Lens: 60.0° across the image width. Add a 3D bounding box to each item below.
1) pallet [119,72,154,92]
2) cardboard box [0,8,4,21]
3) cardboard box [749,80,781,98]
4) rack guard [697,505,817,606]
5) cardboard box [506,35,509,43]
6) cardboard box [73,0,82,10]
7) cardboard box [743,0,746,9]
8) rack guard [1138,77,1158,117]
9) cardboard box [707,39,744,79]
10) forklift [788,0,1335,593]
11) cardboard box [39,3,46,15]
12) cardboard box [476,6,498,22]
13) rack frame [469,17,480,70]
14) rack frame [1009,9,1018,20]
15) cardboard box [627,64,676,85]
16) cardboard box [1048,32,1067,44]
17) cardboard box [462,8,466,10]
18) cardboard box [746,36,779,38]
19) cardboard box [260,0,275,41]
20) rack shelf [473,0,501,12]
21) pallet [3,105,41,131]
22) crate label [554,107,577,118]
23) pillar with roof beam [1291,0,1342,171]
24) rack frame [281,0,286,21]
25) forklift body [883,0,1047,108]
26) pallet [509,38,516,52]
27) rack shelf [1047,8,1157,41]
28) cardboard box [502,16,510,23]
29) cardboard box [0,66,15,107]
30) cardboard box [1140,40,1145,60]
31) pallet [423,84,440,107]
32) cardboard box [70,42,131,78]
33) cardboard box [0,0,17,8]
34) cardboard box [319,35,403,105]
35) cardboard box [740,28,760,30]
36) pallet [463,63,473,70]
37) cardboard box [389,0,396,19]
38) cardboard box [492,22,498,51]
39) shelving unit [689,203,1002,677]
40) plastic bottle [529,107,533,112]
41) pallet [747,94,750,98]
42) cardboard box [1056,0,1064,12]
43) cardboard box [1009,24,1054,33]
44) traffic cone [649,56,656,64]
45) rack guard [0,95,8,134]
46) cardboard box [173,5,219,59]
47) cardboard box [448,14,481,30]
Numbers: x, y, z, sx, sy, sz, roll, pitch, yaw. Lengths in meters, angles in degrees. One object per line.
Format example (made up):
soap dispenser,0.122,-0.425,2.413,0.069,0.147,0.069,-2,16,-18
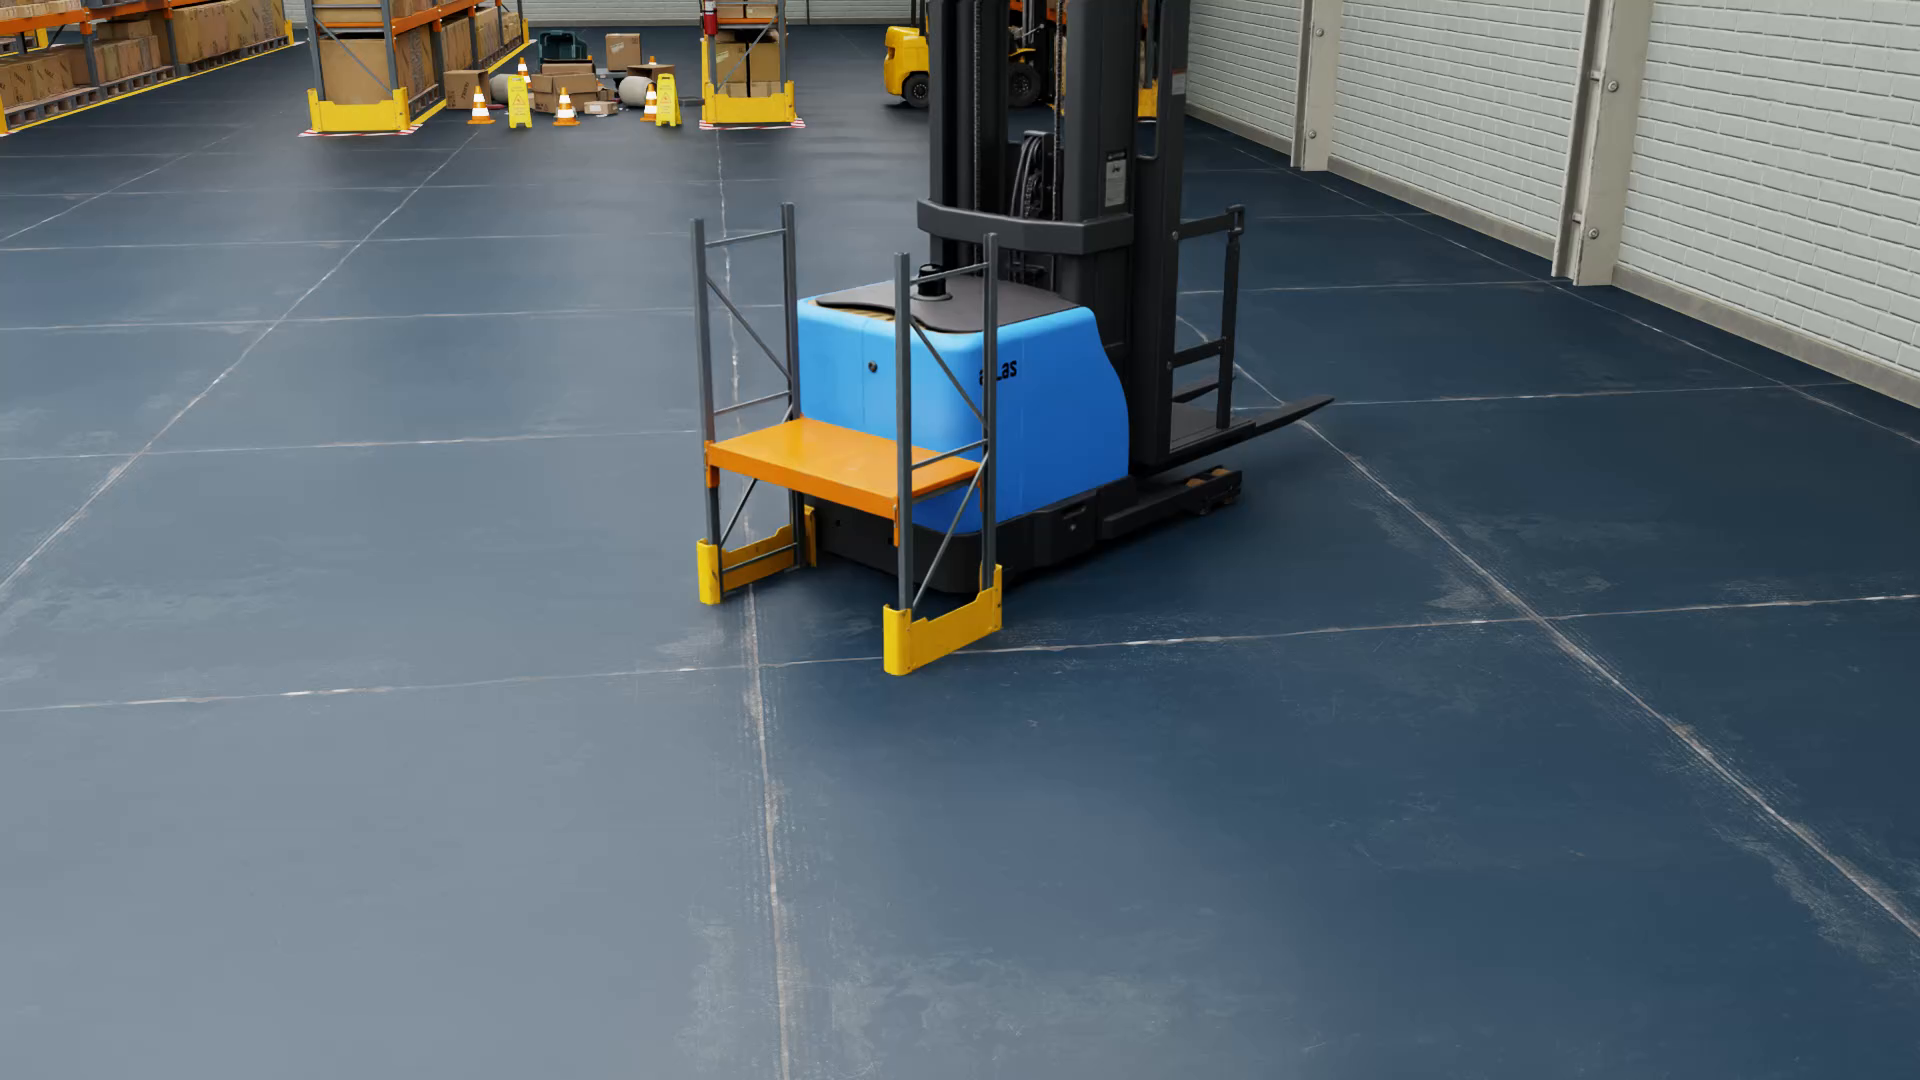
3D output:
pallet,-13.458,-7.237,26.290,1.003,0.211,1.213,-3,21,-8
cardboard box,-12.489,-6.719,21.277,0.380,0.149,0.250,-3,21,-8
cardboard box,-2.625,-6.167,22.770,0.500,0.250,0.500,-3,21,-8
rack guard,-0.812,0.057,6.706,0.087,0.250,0.587,17,26,38
cardboard box,-9.169,-9.931,32.992,0.380,0.149,0.250,-2,21,-6
cardboard box,-12.843,-7.673,23.832,0.380,0.149,0.250,-3,21,-8
cardboard box,-2.985,-7.869,24.357,0.380,0.149,0.250,-3,21,-9
rack guard,2.133,-6.037,22.666,1.175,0.500,0.348,-3,21,-8
cardboard box,-3.234,-6.670,23.045,0.500,0.500,0.500,-2,21,-6
forklift,0.651,-1.594,7.294,1.130,2.935,3.031,18,27,40
cardboard box,-12.712,-7.238,22.666,0.380,0.149,0.250,-3,21,-8
cardboard box,-9.038,-9.967,31.516,0.500,0.250,0.500,-3,21,-9
rack frame,-8.819,-9.450,28.231,1.000,3.000,0.127,-3,21,-8
rack frame,0.976,-9.987,29.667,1.000,3.000,0.127,-3,21,-8
cardboard box,-4.551,-6.741,24.545,0.500,0.500,0.500,12,24,29
cardboard box,1.527,-7.264,24.278,0.500,0.250,0.500,-3,21,-9
cardboard box,-9.471,-9.759,30.958,0.500,0.250,0.500,-2,21,-6
cardboard box,-2.773,-6.881,23.611,0.500,0.500,0.500,-3,21,-7
cardboard box,-14.592,-10.674,33.944,0.875,0.875,0.875,-3,21,-8
rack shelf,-9.107,-9.806,30.211,1.077,0.370,4.000,-3,21,-8
pallet,-12.682,-5.468,21.555,1.003,0.211,1.213,-3,21,-8
crate label,-5.345,-5.803,22.558,0.250,0.136,0.298,-15,25,-35
pillar with roof beam,-0.474,-8.019,15.825,9.100,9.000,0.400,-3,21,-8
rack frame,-14.895,-12.005,35.071,1.000,3.000,0.127,-3,21,-8
forklift body,0.051,-7.384,23.911,2.313,2.155,1.214,-3,21,-8
pallet,-9.707,-10.183,34.178,1.003,0.211,1.213,-3,21,-8
rack shelf,1.841,-7.572,24.231,1.077,0.370,4.000,-3,21,-8
cardboard box,-9.440,-10.647,34.060,0.380,0.149,0.250,-3,21,-7
cardboard box,-12.782,-5.913,21.734,0.500,0.500,0.500,2,21,6
cardboard box,2.247,-6.770,22.955,0.500,0.250,0.500,-3,21,-9
pallet,-8.210,-6.492,24.296,1.003,0.211,1.213,-3,21,-8
cardboard box,-13.364,-7.459,25.843,0.700,0.500,0.500,-5,21,-12
cardboard box,-12.861,-7.186,21.600,0.875,0.500,0.500,-3,21,-8
cardboard box,-7.829,-6.113,21.733,0.875,0.875,0.875,-3,21,-7
cardboard box,-3.953,-9.180,29.943,0.875,0.875,0.875,-3,21,-8
pallet,-8.780,-7.867,27.978,1.003,0.211,1.213,-3,21,-8
cardboard box,-7.865,-7.066,21.634,0.875,0.550,0.550,-3,21,-8
cardboard box,-8.966,-9.440,31.176,0.500,0.500,0.500,-3,21,-9
shelving unit,-0.434,-0.415,6.183,1.083,1.500,0.587,17,26,38
plastic bottle,-6.088,-6.033,23.281,0.133,0.061,0.283,-11,23,-26
pallet,-2.875,-5.968,22.894,1.003,0.211,1.213,-3,21,-8
cardboard box,1.659,-7.778,23.612,0.500,0.500,0.500,-3,21,-9
cardboard box,1.252,-8.395,28.200,0.875,0.625,0.625,-4,21,-10
traffic cone,-4.923,-7.520,26.690,0.336,0.463,0.334,-3,21,-8
rack guard,-12.600,-5.321,20.747,1.175,0.500,0.348,-3,21,-8
cardboard box,-13.942,-8.985,29.423,1.225,0.875,0.875,-3,21,-8
cardboard box,-8.679,-9.078,29.136,0.500,0.250,0.500,-4,21,-10
